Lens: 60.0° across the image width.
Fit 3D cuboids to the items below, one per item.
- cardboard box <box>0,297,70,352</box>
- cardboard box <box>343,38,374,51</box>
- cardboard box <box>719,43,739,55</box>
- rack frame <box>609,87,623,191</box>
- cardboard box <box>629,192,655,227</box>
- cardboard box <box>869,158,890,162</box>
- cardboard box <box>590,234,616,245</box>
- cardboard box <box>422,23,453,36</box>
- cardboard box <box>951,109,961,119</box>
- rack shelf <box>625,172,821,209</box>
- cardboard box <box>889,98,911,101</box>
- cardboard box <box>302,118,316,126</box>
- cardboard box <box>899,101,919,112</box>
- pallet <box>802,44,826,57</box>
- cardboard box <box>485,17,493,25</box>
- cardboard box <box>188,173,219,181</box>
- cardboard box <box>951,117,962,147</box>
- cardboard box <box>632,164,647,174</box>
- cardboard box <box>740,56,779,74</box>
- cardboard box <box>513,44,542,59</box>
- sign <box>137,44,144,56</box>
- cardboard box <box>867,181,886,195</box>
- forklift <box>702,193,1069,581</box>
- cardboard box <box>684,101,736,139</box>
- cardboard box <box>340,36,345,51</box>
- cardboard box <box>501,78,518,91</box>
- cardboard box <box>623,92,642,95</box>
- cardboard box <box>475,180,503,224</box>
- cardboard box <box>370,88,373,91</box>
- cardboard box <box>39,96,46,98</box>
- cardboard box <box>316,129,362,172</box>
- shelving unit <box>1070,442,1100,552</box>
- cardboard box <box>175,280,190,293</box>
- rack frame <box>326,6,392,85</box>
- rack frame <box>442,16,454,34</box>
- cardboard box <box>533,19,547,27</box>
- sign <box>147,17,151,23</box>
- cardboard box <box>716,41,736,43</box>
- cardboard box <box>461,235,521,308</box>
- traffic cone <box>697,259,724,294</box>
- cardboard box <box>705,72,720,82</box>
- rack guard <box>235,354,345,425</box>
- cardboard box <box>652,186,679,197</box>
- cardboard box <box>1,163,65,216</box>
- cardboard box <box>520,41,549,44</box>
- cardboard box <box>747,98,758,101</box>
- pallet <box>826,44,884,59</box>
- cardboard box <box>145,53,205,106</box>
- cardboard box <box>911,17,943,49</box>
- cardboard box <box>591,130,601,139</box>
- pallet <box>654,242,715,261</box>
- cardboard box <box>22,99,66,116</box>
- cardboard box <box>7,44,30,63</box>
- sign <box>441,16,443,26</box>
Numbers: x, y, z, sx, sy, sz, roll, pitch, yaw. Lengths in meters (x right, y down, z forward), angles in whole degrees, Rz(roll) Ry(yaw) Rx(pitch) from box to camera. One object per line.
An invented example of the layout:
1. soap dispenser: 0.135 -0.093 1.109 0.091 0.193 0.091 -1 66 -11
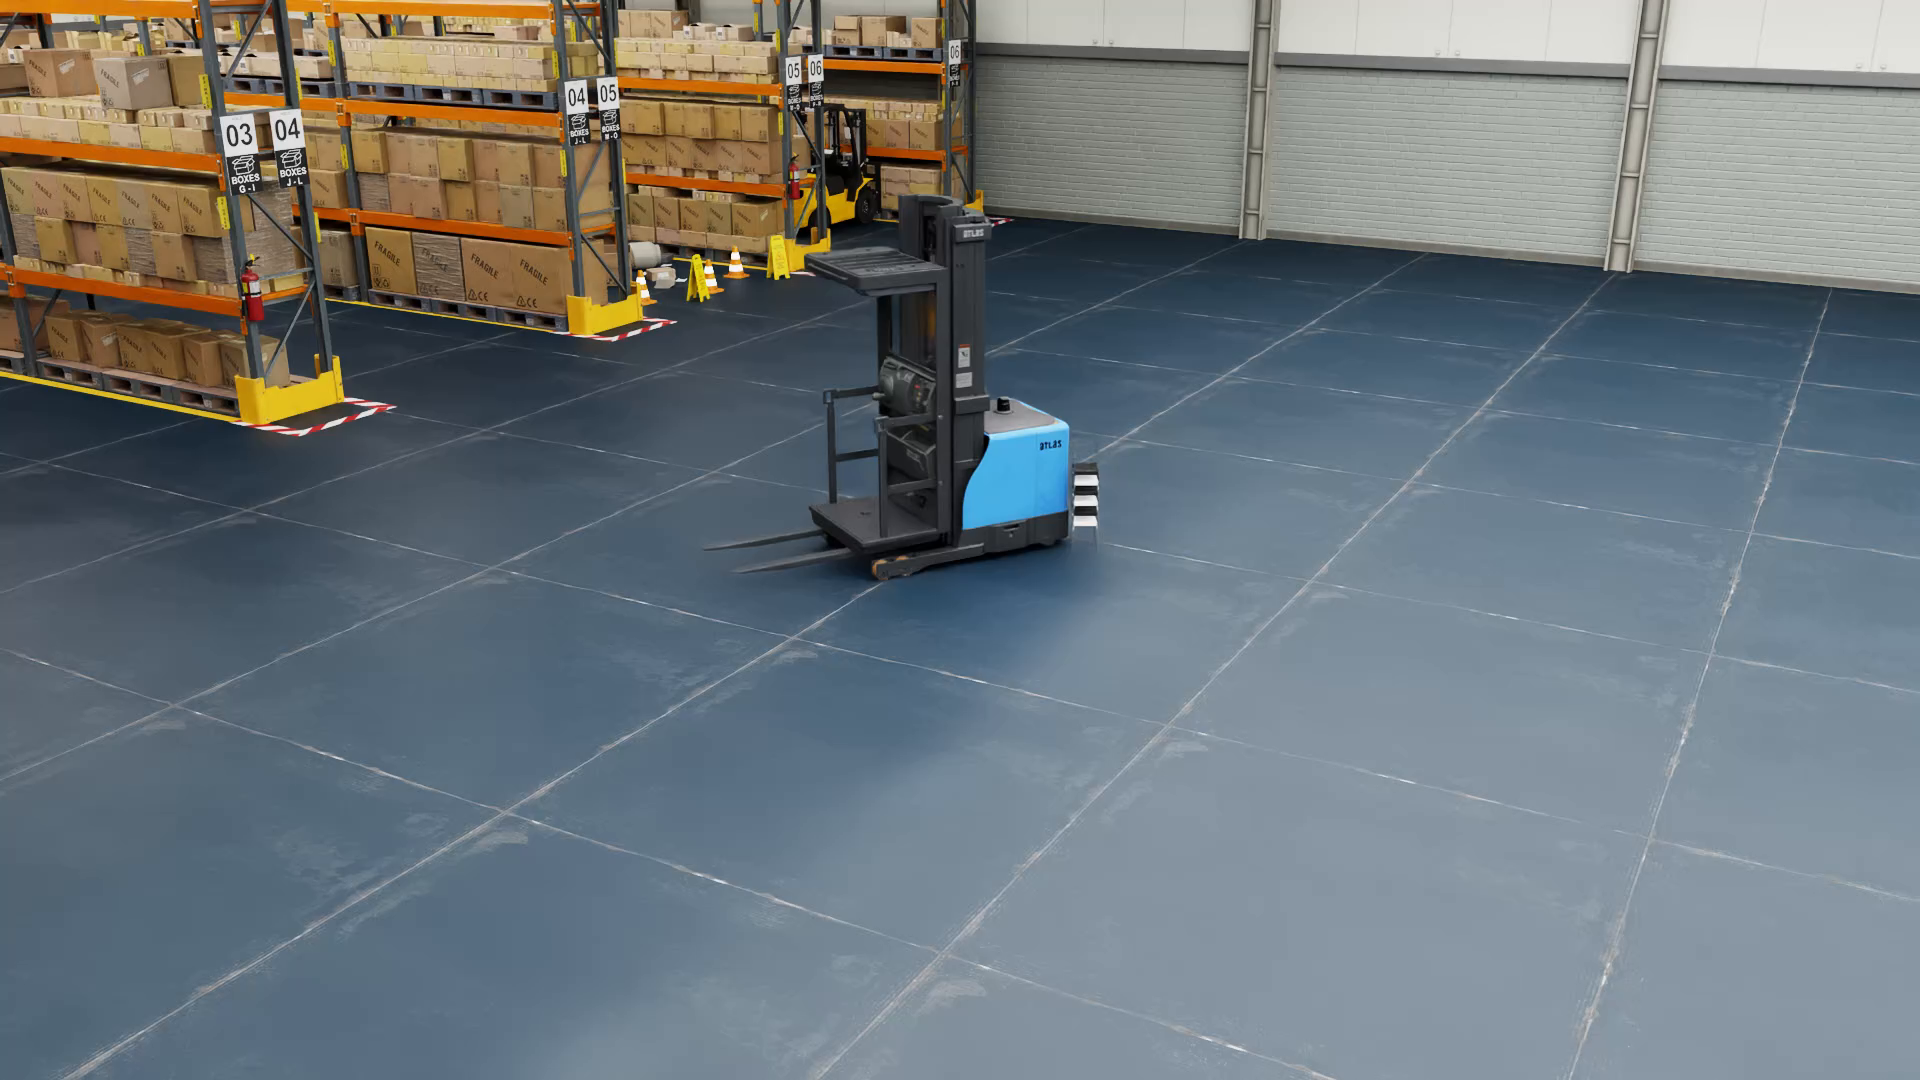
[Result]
1. cardboard box: -11.275 -2.625 20.225 0.500 0.500 0.700 9 22 23
2. cardboard box: -8.090 -6.695 22.459 0.250 0.149 0.380 11 23 28
3. cardboard box: -3.498 -7.554 25.592 0.250 0.149 0.380 11 23 28
4. rack frame: -5.917 -6.435 27.707 0.127 3.000 1.000 11 23 27
5. cardboard box: -5.060 -5.429 27.249 0.500 0.500 0.500 12 23 29
6. cardboard box: -1.648 -7.015 31.256 0.500 0.250 0.500 10 22 26
7. cardboard box: -5.645 -4.678 26.525 0.500 0.500 0.500 -7 21 -20
8. cardboard box: -11.027 -10.729 34.929 0.500 0.250 0.500 11 23 28
9. cardboard box: -0.177 -7.734 30.190 0.250 0.149 0.380 10 22 26
10. rack shelf: -4.171 -5.765 26.913 4.000 0.370 1.077 11 23 27
11. cardboard box: -1.096 -8.035 30.583 0.250 0.149 0.380 12 23 29
12. cardboard box: -11.758 -7.603 30.413 0.500 0.250 0.500 11 23 28
13. cardboard box: -0.895 -7.804 29.947 0.250 0.149 0.380 11 23 28
14. pallet: -2.742 -9.148 30.917 1.213 0.211 1.003 11 23 27
15. cardboard box: -9.479 -10.602 33.965 0.250 0.149 0.380 11 23 28
16. cardboard box: -8.038 -3.735 18.213 0.500 0.500 0.500 11 23 27
17. cardboard box: -0.304 -7.461 30.387 0.500 0.500 0.500 12 23 29
18. cardboard box: -5.106 -6.056 27.031 0.250 0.149 0.380 12 23 29
19. cardboard box: -3.003 -7.255 25.350 0.500 0.250 0.500 10 22 27
20. cardboard box: -5.427 -6.188 21.063 0.250 0.149 0.380 11 23 28
21. sign: -12.001 -7.102 24.388 0.005 0.325 0.100 11 23 27
22. cardboard box: -1.478 -6.542 30.686 0.500 0.250 0.500 10 22 26
23. forklift: -0.616 -1.252 13.520 3.031 2.935 1.130 -10 22 -26
24. cardboard box: -3.911 -6.588 26.078 0.500 0.500 0.700 10 22 27
25. cardboard box: -10.782 -8.770 29.325 0.258 0.266 0.396 10 22 26
26. cardboard box: -5.650 -5.855 21.315 0.250 0.149 0.380 11 23 28
27. cardboard box: -6.609 -8.937 33.506 0.250 0.149 0.380 12 23 29
28. cardboard box: -6.015 -4.614 22.466 0.550 0.550 0.875 11 23 27
29. cardboard box: -10.602 -7.943 30.250 0.500 0.500 0.500 12 23 29
30. cardboard box: -10.325 -5.044 19.109 0.250 0.149 0.380 12 23 29
31. cardboard box: -8.679 -5.543 23.634 0.500 0.500 0.700 10 22 26
32. shelving unit: 1.053 -0.359 14.035 0.210 0.900 0.258 0 20 -1
33. cardboard box: -8.279 -2.802 18.059 0.250 0.149 0.380 11 23 27
34. rack frame: -8.242 -7.765 22.576 0.127 3.000 1.000 11 23 27
35. rack frame: -10.483 -12.064 34.427 0.127 3.000 1.000 11 23 27
36. cardboard box: -8.347 -10.389 33.408 0.250 0.149 0.380 10 22 26
37. sign: -16.116 -10.379 32.999 0.005 0.325 0.100 11 23 27
38. cardboard box: -3.685 -7.798 26.265 0.250 0.149 0.380 11 23 29
39. cardboard box: -6.144 -3.717 22.714 0.875 0.875 0.875 10 22 26
40. traffic cone: -3.674 -3.878 24.378 0.334 0.463 0.336 11 23 27
41. cardboard box: -3.750 -7.214 25.822 0.250 0.149 0.380 11 22 27
42. rack guard: -7.324 -1.658 18.202 0.348 0.500 1.175 11 23 27
43. cardboard box: -4.767 -5.652 26.912 0.250 0.149 0.380 12 23 30
44. cardboard box: -10.481 -3.992 18.921 0.500 0.500 0.500 11 23 27
45. cardboard box: -5.549 -6.468 21.835 0.250 0.149 0.380 11 23 28
46. cardboard box: -3.910 -8.448 32.158 0.250 0.149 0.380 10 22 26
47. pallet: -1.681 -8.945 30.356 1.213 0.211 1.003 11 23 27
48. cardboard box: -8.422 -4.979 17.978 0.500 0.500 0.500 11 23 27
49. cardboard box: -0.512 -8.951 29.335 0.500 0.500 0.500 12 23 29
50. cardboard box: -5.668 -6.466 27.209 0.500 0.500 0.500 11 23 27
51. pallet: -4.244 -4.821 27.346 1.213 0.211 1.003 11 23 27
52. cardboard box: -10.123 -4.791 18.410 0.250 0.149 0.380 11 23 28
53. cardboard box: -14.561 -7.632 26.123 0.500 0.311 0.500 10 22 27
54. sign: -10.741 -10.734 34.402 0.005 0.325 0.100 11 23 27
